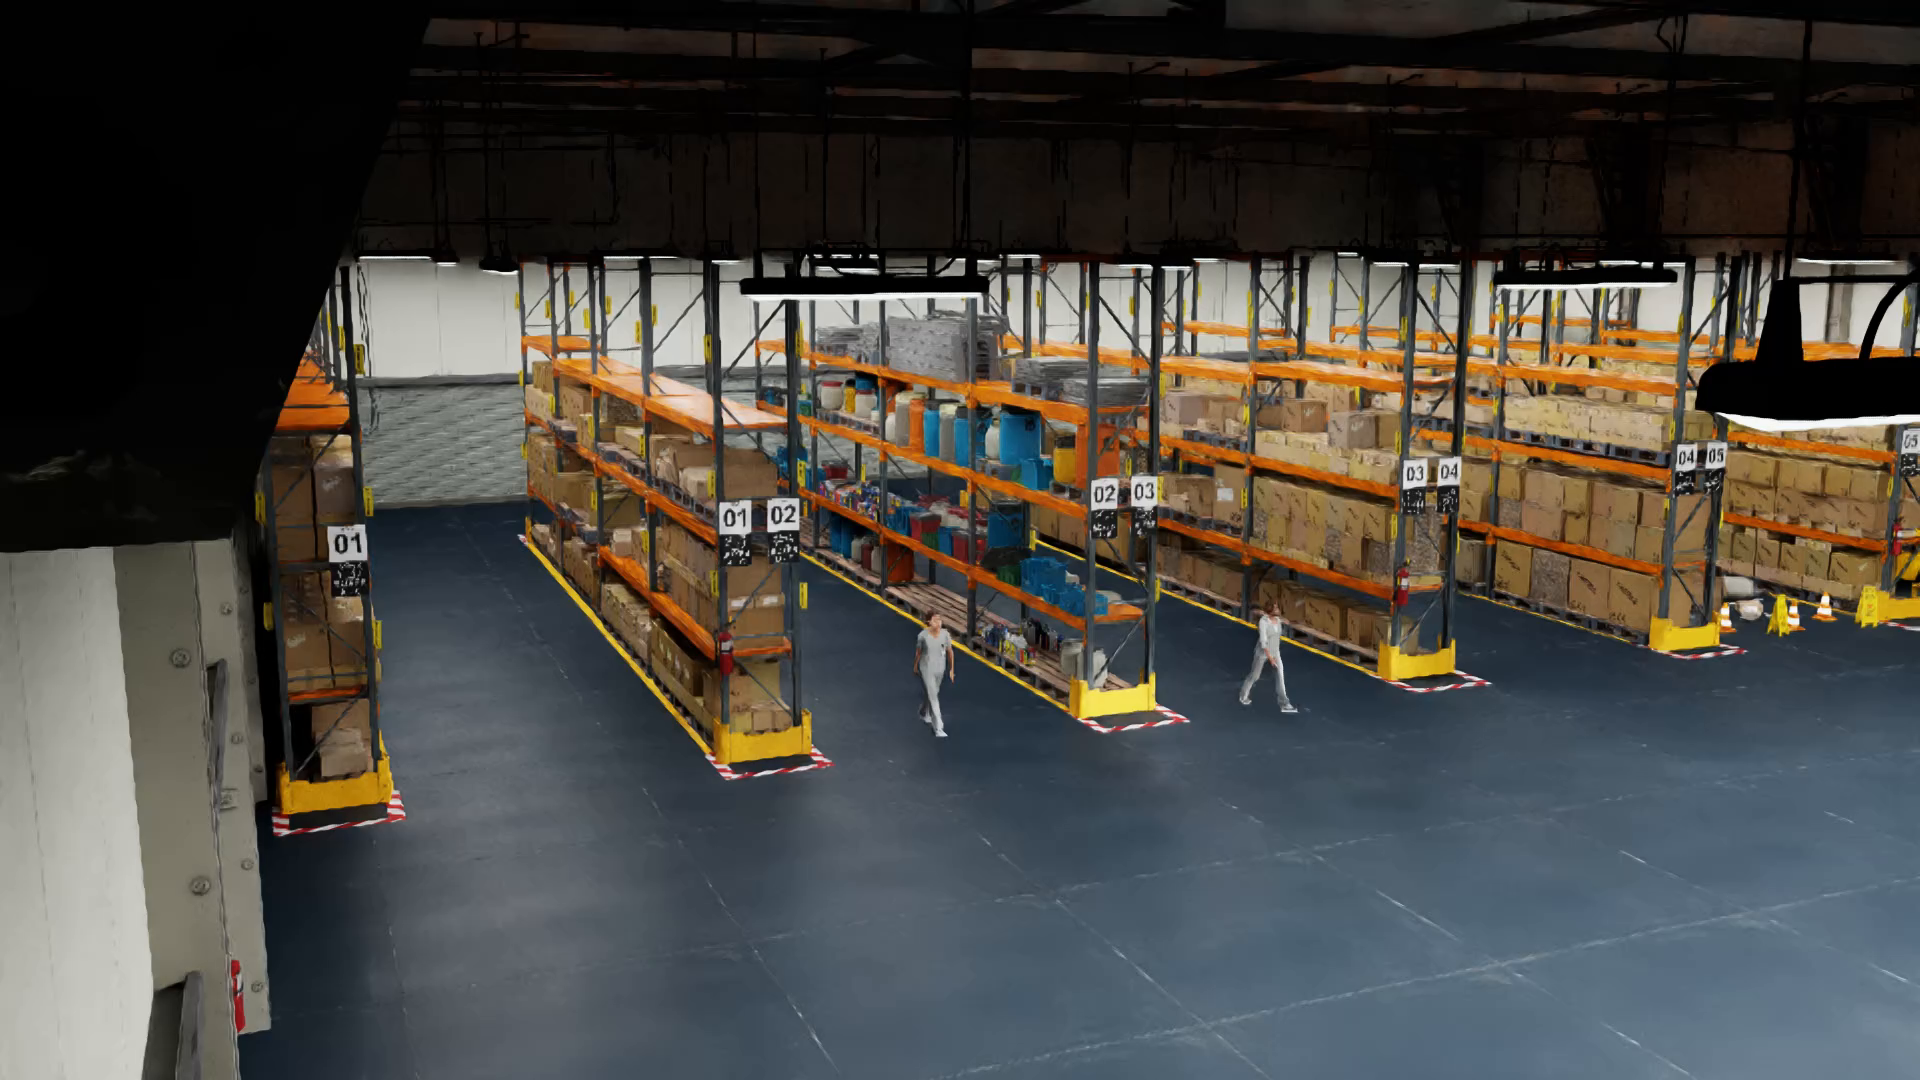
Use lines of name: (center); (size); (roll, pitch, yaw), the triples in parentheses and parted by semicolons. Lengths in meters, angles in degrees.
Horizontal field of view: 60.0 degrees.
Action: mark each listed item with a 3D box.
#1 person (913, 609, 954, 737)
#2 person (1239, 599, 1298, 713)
person: (-0.320, 1.669, 21.410); (0.453, 1.612, 1.019); (-5, 11, -23)
person: (4.132, 1.530, 22.343); (0.412, 1.533, 0.955); (-6, 12, -30)
